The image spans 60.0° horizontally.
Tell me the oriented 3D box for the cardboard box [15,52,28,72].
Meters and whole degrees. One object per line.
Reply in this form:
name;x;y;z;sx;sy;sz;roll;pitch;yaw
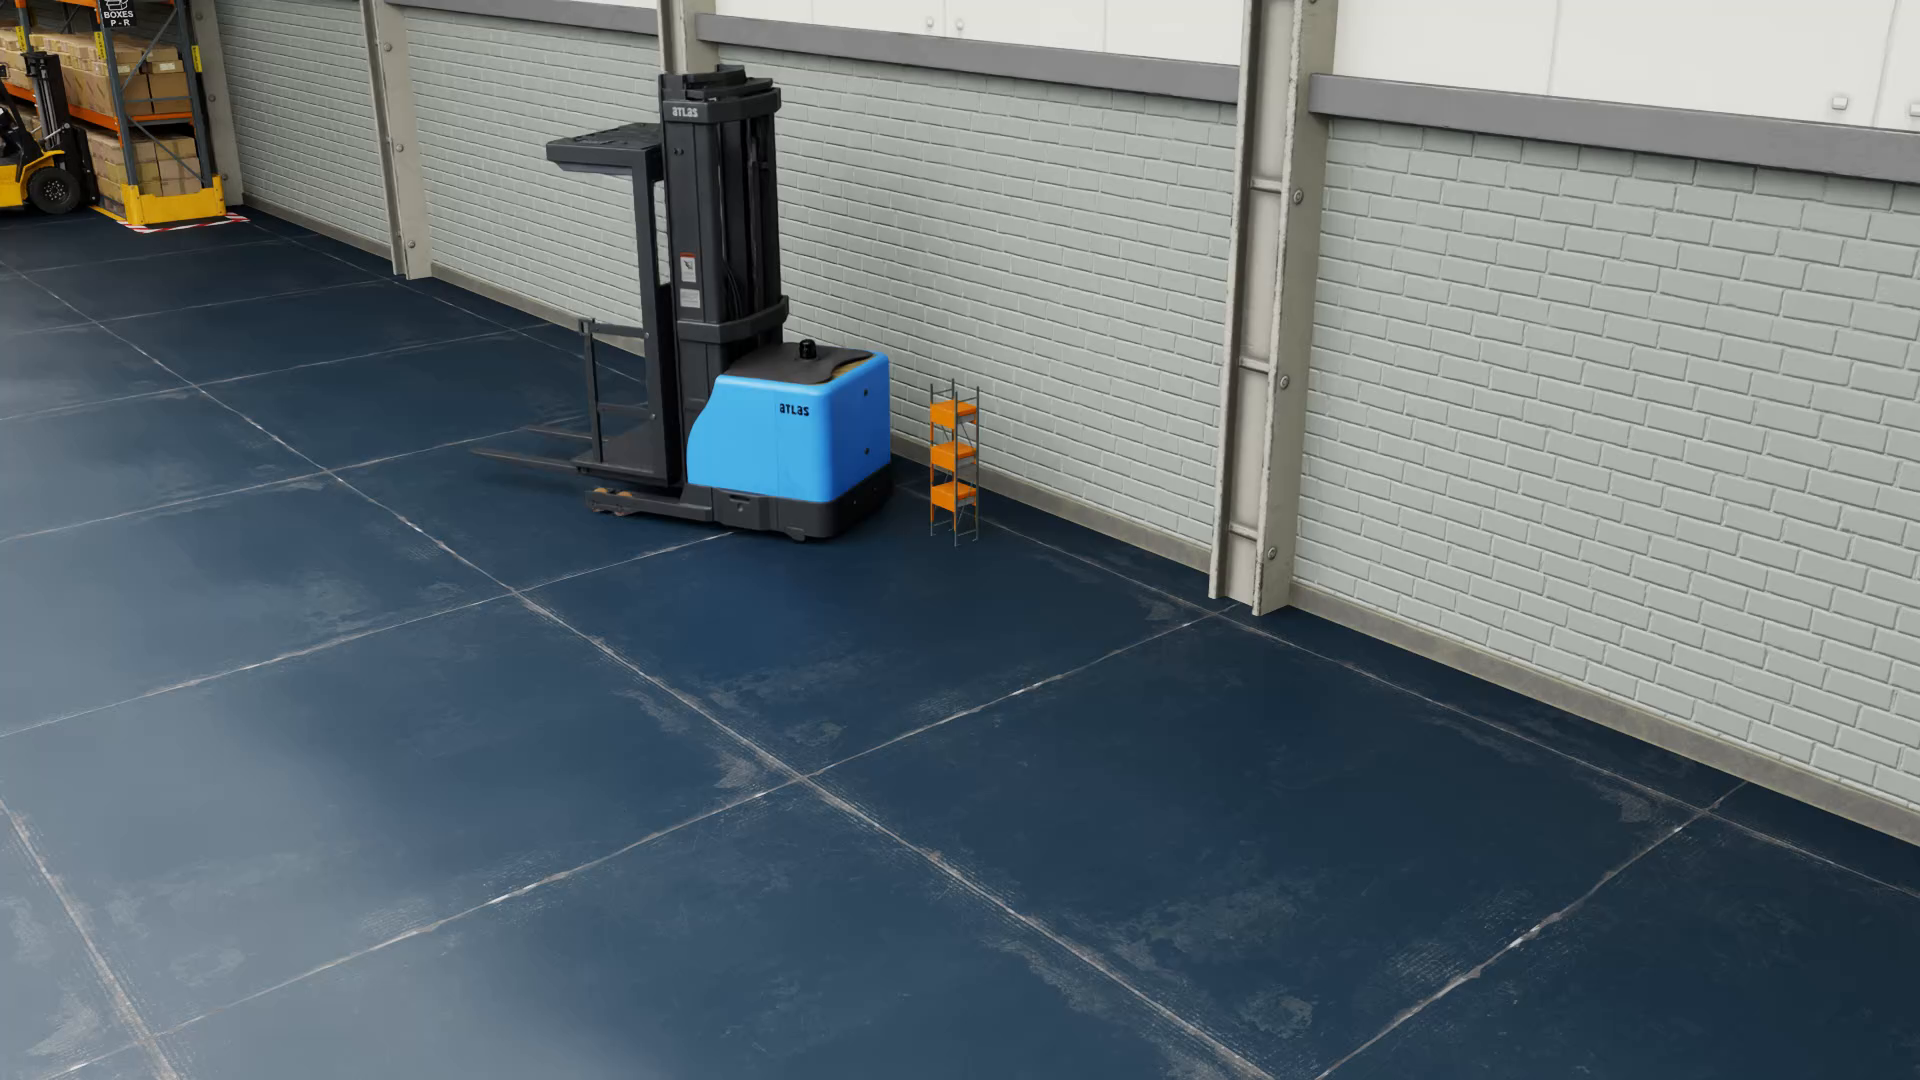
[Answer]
cardboard box;-13.351;-6.945;24.123;0.500;0.250;0.500;-18;28;-39

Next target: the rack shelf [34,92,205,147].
rack shelf;-11.531;-5.820;22.717;1.077;0.370;4.000;-17;27;-37

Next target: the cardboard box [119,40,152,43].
cardboard box;-11.049;-6.618;22.333;0.380;0.149;0.250;-18;28;-39

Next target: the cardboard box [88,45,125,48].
cardboard box;-11.101;-6.351;21.652;0.380;0.149;0.250;-17;27;-37

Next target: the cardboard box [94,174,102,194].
cardboard box;-11.409;-4.852;22.454;0.500;0.250;0.500;-17;27;-37

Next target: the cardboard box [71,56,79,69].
cardboard box;-11.520;-6.329;22.002;0.380;0.149;0.250;-17;27;-37

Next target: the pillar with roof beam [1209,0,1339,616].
pillar with roof beam;-1.509;-2.805;5.806;9.100;9.000;0.400;-17;27;-37

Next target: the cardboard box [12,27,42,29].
cardboard box;-14.826;-8.074;26.458;0.380;0.149;0.250;-17;27;-36

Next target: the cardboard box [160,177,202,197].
cardboard box;-10.398;-4.700;22.065;0.500;0.250;0.500;-17;27;-37

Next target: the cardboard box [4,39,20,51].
cardboard box;-13.802;-7.286;24.446;0.380;0.149;0.250;-19;28;-39

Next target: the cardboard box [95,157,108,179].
cardboard box;-11.099;-4.952;22.022;0.500;0.250;0.500;-18;28;-38

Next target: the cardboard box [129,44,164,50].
cardboard box;-10.611;-6.383;21.733;0.380;0.149;0.250;-17;27;-36

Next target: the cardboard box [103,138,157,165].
cardboard box;-10.762;-5.036;21.552;0.500;0.250;0.500;-16;27;-36

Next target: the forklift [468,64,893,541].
forklift;-2.031;-1.692;11.286;3.031;2.935;1.130;9;23;22

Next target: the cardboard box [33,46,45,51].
cardboard box;-12.828;-6.905;23.475;0.380;0.149;0.250;-18;28;-38

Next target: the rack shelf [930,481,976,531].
rack shelf;-0.035;-0.235;10.936;0.215;0.259;0.240;-17;27;-37

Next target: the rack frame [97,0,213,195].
rack frame;-10.226;-5.602;21.175;1.000;3.000;0.127;-17;27;-37

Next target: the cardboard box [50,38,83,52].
cardboard box;-12.161;-6.756;22.685;0.380;0.149;0.250;-18;28;-38

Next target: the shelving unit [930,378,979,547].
shelving unit;-0.035;-0.504;10.830;0.215;1.050;0.252;-17;27;-37

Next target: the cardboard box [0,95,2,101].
cardboard box;-15.962;-7.222;27.273;0.380;0.149;0.250;-19;28;-40

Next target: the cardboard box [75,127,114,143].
cardboard box;-11.762;-5.455;22.621;0.500;0.250;0.500;-18;28;-38

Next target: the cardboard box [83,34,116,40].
cardboard box;-12.084;-7.029;23.383;0.380;0.149;0.250;-18;28;-38

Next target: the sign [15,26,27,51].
sign;-13.241;-7.078;23.463;0.100;0.325;0.005;-17;27;-37

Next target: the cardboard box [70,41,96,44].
cardboard box;-11.625;-6.561;22.187;0.380;0.149;0.250;-17;27;-37

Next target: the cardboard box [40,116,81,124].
cardboard box;-12.759;-5.880;23.707;0.500;0.250;0.500;-18;28;-38

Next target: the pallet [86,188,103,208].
pallet;-11.549;-4.842;23.057;1.003;0.211;1.213;-17;27;-37

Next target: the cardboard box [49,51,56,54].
cardboard box;-12.191;-6.610;22.721;0.380;0.149;0.250;-18;28;-38

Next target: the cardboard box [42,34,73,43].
cardboard box;-12.601;-6.989;23.281;0.380;0.149;0.250;-17;27;-37

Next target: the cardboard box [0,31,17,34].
cardboard box;-14.733;-7.733;25.588;0.380;0.149;0.250;-17;27;-37

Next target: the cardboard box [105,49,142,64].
cardboard box;-10.619;-6.138;21.108;0.380;0.149;0.250;-17;27;-37

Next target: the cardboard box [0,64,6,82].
cardboard box;-14.340;-7.137;25.300;0.500;0.250;0.500;-16;27;-36

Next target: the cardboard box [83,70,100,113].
cardboard box;-11.077;-5.868;21.716;0.500;0.500;0.500;-16;27;-36

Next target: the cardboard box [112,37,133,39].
cardboard box;-11.588;-6.817;22.841;0.380;0.149;0.250;-18;28;-38

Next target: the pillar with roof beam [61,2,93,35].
pillar with roof beam;-17.175;-9.435;22.735;9.100;9.000;0.400;-17;27;-37

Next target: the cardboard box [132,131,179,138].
cardboard box;-10.725;-5.298;22.221;0.500;0.250;0.500;-17;27;-37

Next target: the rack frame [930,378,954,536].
rack frame;-0.115;-0.537;10.916;0.200;1.050;0.008;-17;27;-37

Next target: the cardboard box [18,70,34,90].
cardboard box;-13.364;-6.715;24.220;0.500;0.250;0.500;-17;27;-36

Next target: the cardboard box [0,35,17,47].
cardboard box;-14.316;-7.498;24.989;0.380;0.149;0.250;-18;28;-39

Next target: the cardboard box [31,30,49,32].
cardboard box;-14.379;-7.846;25.876;0.380;0.149;0.250;-18;27;-38

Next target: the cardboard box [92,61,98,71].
cardboard box;-10.976;-6.130;21.495;0.380;0.149;0.250;-17;27;-36

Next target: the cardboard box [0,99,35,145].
cardboard box;-15.051;-6.727;26.726;0.875;0.625;0.625;-16;27;-36

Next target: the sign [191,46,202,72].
sign;-9.801;-6.173;21.335;0.100;0.325;0.005;-17;27;-37

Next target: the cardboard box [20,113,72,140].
cardboard box;-13.686;-6.155;25.266;0.875;0.625;0.625;-18;28;-38

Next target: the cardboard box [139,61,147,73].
cardboard box;-10.460;-6.159;21.570;0.380;0.149;0.250;-17;27;-37
